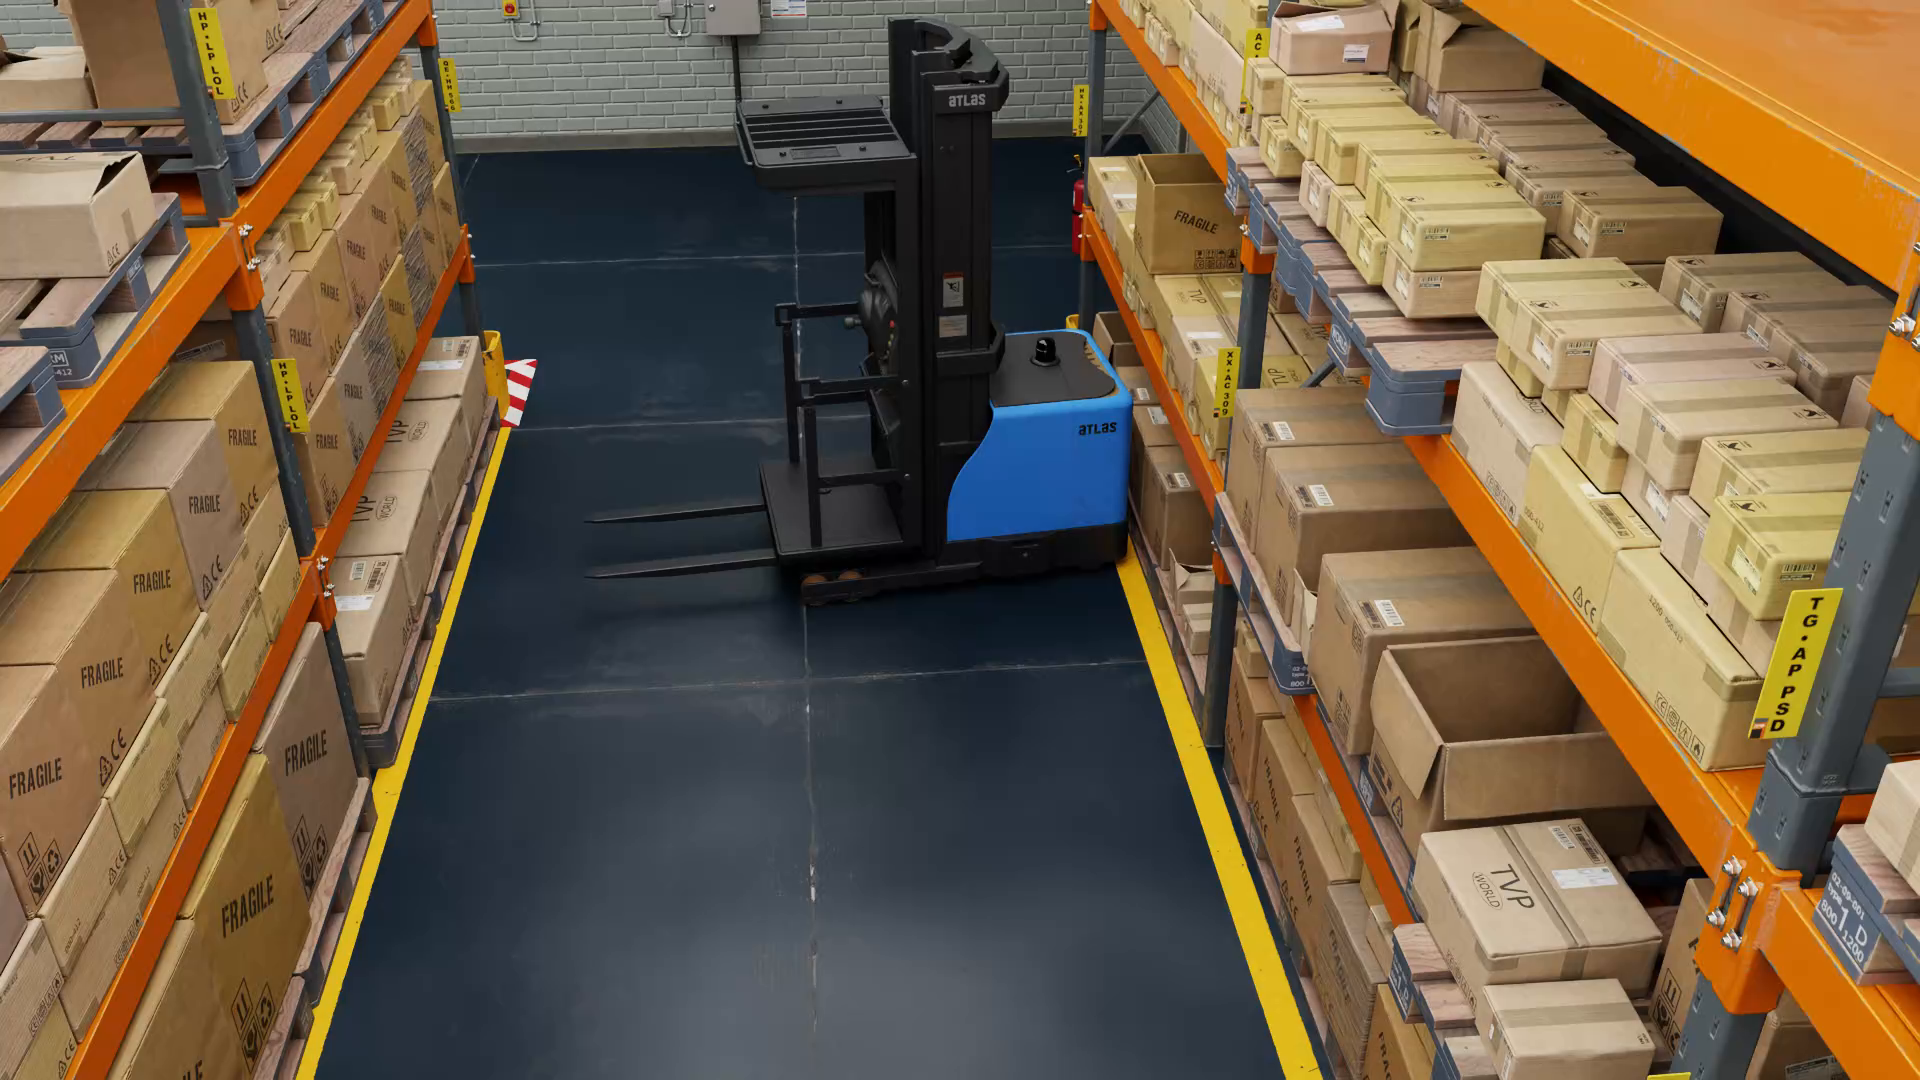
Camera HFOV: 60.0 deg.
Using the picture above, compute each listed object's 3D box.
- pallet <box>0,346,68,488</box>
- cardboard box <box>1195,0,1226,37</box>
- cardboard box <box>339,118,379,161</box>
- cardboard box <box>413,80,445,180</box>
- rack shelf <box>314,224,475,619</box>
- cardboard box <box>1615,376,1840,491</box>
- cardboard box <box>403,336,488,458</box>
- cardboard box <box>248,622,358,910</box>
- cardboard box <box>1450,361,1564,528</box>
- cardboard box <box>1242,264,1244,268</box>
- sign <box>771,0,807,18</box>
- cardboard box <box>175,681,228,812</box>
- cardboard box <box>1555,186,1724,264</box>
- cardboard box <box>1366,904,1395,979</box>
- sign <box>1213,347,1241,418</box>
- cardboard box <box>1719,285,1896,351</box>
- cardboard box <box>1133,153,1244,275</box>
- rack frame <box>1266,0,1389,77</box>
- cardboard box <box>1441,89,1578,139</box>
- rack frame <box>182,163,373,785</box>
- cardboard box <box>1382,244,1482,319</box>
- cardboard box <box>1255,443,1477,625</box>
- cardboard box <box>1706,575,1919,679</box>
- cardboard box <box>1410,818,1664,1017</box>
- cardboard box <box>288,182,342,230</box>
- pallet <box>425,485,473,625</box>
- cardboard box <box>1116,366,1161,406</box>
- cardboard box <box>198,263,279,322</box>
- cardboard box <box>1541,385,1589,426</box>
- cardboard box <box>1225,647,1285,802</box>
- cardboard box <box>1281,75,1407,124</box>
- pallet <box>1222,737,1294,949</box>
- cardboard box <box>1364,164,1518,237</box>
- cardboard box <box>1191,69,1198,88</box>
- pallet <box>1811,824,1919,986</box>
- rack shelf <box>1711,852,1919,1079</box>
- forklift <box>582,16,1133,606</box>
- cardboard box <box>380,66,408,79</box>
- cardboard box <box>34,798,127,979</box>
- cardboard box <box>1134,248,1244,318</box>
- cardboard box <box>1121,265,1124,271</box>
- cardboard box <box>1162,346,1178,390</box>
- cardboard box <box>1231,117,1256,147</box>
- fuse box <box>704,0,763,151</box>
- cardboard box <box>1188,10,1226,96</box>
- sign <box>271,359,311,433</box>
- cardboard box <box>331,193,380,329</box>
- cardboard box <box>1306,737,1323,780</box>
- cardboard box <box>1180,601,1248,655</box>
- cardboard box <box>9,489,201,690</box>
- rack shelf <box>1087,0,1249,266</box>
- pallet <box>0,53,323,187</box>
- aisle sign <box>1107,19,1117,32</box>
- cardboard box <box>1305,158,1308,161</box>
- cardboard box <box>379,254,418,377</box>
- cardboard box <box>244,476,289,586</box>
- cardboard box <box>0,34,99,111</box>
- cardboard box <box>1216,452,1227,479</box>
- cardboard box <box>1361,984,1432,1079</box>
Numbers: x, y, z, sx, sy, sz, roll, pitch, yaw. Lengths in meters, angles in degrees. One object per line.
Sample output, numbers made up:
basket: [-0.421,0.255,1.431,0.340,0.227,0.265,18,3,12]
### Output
pallet: [-3.106,-0.152,4.338,1.003,0.211,1.213,-1,31,-2]
cardboard box: [1.339,-2.400,7.287,0.500,0.250,0.500,-3,31,-5]
cardboard box: [-3.226,-2.061,8.569,0.380,0.149,0.250,-2,31,-3]
cardboard box: [-3.351,-2.370,9.720,0.500,0.500,0.500,-2,31,-3]
rack shelf: [-3.446,-0.802,8.870,1.077,0.370,4.000,-3,31,-5]
cardboard box: [1.735,-0.244,3.775,0.380,0.149,0.250,-4,31,-6]
cardboard box: [-3.472,-0.881,10.388,0.875,0.438,0.875,-4,31,-6]
cardboard box: [-3.122,0.954,6.889,0.875,0.875,0.875,-2,31,-3]
cardboard box: [1.672,-0.274,4.504,0.500,0.250,0.500,-3,31,-5]
cardboard box: [1.753,-1.430,9.075,0.500,0.250,0.500,-3,31,-5]
sign: [-1.606,-5.125,15.497,0.329,0.494,0.001,-3,31,-5]
cardboard box: [-2.892,0.710,5.783,0.500,0.250,0.500,-4,31,-6]
cardboard box: [1.997,-0.928,4.900,0.380,0.149,0.250,-2,31,-3]
cardboard box: [1.662,1.408,5.863,0.380,0.149,0.250,-4,31,-7]
sign: [1.143,-0.672,7.105,0.100,0.325,0.005,-3,31,-5]
cardboard box: [2.192,-0.531,4.257,0.380,0.149,0.250,-3,31,-5]
cardboard box: [1.223,-1.747,8.875,0.500,0.500,0.500,-2,31,-3]
rack frame: [1.682,-2.905,5.839,1.000,3.000,0.127,-3,31,-5]
cardboard box: [1.905,-1.456,5.785,0.380,0.149,0.250,-3,31,-6]
rack frame: [-3.259,-0.090,6.976,1.000,3.000,0.127,-3,31,-5]
cardboard box: [1.483,-0.778,4.940,0.380,0.149,0.250,-2,31,-3]
cardboard box: [1.553,-0.031,6.370,0.700,0.500,0.500,-2,31,-4]
cardboard box: [1.783,0.148,3.409,0.380,0.149,0.250,-2,31,-4]
cardboard box: [1.635,1.073,4.765,0.500,0.250,0.500,-4,31,-7]
cardboard box: [-3.094,-1.540,7.698,0.380,0.149,0.250,-4,31,-6]
pallet: [-3.370,0.091,9.392,1.003,0.211,1.213,-3,31,-5]
cardboard box: [1.313,-0.724,10.065,0.700,0.500,0.500,-2,31,-3]
cardboard box: [-3.030,-1.014,6.818,0.380,0.149,0.250,-3,31,-5]
cardboard box: [1.739,-0.375,4.285,0.380,0.149,0.250,-2,31,-4]
cardboard box: [1.504,0.821,7.479,0.500,0.500,0.500,-1,31,-2]
cardboard box: [1.369,-1.554,5.950,0.380,0.149,0.250,-2,31,-4]
pallet: [1.796,1.281,7.400,1.003,0.211,1.213,-3,31,-5]
cardboard box: [1.462,-1.033,5.076,0.380,0.149,0.250,-3,31,-4]
cardboard box: [1.304,-2.205,7.837,0.380,0.149,0.250,-2,31,-3]
pallet: [2.209,0.848,2.664,1.213,0.211,1.003,-1,31,-2]
rack shelf: [2.243,1.755,1.664,1.077,0.370,4.000,-3,31,-5]
forklift: [-0.617,-1.193,8.889,3.031,2.935,1.130,-6,31,-10]
cardboard box: [-3.352,-2.581,9.441,0.380,0.149,0.250,-2,31,-4]
cardboard box: [-2.768,1.012,4.789,0.500,0.250,0.500,-3,31,-5]
cardboard box: [1.250,-1.415,9.050,0.500,0.250,0.500,-4,31,-6]
cardboard box: [1.158,-1.691,9.901,0.380,0.149,0.250,-2,31,-3]
cardboard box: [1.257,-0.900,8.577,0.380,0.149,0.250,-3,31,-5]
cardboard box: [1.355,-1.679,6.956,0.380,0.149,0.250,-3,31,-5]
fuse box: [-2.078,-4.483,15.587,0.539,1.711,0.414,-3,31,-5]
cardboard box: [1.329,-2.180,7.406,0.500,0.250,0.500,-4,31,-6]
sign: [-2.720,-0.584,6.751,0.100,0.325,0.005,-3,31,-5]
cardboard box: [-3.140,-1.337,7.991,0.500,0.500,0.500,-2,31,-4]
cardboard box: [1.628,0.888,6.734,0.380,0.149,0.250,-3,31,-5]
cardboard box: [1.338,0.443,8.453,0.380,0.149,0.250,-4,31,-6]
cardboard box: [-2.884,0.177,5.455,0.500,0.500,0.500,-2,31,-3]
rack shelf: [1.495,-2.330,8.502,1.077,0.370,4.000,-3,31,-5]
pallet: [-3.325,-1.758,6.930,1.003,0.211,1.213,-3,31,-5]
aisle sign: [1.010,-3.509,10.164,0.394,0.787,0.004,-3,31,-5]
cardboard box: [1.425,-1.303,5.819,0.380,0.149,0.250,-2,31,-4]
cardboard box: [-3.173,-1.160,8.669,0.500,0.500,0.500,-2,31,-3]
cardboard box: [-2.976,-0.027,6.529,0.500,0.250,0.500,-3,31,-5]
cardboard box: [-3.638,-1.854,6.628,0.396,0.266,0.258,-2,31,-3]
cardboard box: [1.401,-0.373,7.694,0.380,0.149,0.250,-2,31,-4]
cardboard box: [1.715,1.877,5.711,0.500,0.500,0.500,-1,31,-2]
